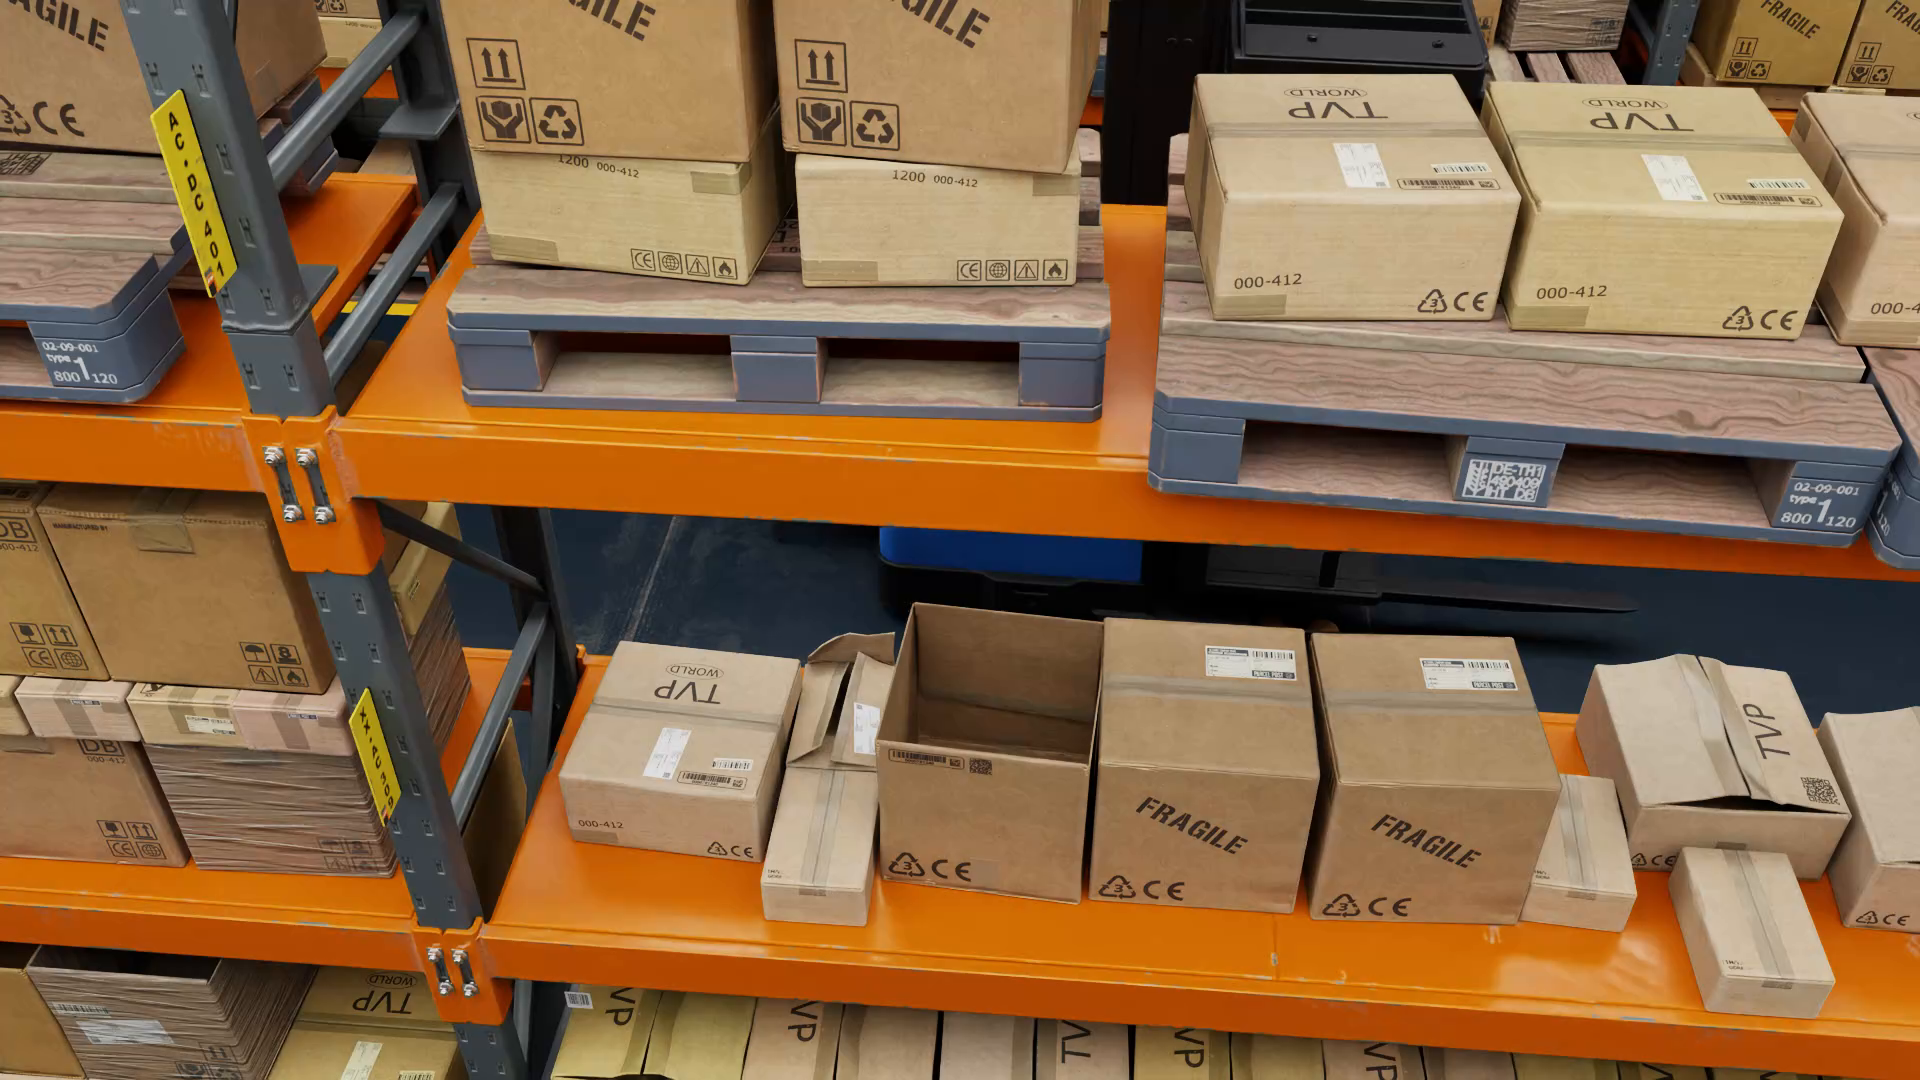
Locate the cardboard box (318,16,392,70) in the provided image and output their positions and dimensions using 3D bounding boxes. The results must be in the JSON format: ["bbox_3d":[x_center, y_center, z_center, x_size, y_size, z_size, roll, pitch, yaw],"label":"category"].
[{"bbox_3d":[-2.775,-2.493,8.039,0.500,0.250,0.500,3,39,4],"label":"cardboard box"}]

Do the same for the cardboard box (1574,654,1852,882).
[{"bbox_3d":[1.910,0.566,4.249,0.500,0.311,0.500,3,39,3],"label":"cardboard box"}]

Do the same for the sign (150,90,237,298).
[{"bbox_3d":[-1.247,-0.561,2.715,0.005,0.325,0.100,3,39,4],"label":"sign"}]

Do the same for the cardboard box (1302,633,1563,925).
[{"bbox_3d":[1.111,0.582,4.079,0.500,0.500,0.500,1,39,1],"label":"cardboard box"}]

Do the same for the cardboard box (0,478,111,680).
[{"bbox_3d":[-2.147,-0.104,3.895,0.500,0.500,0.700,3,39,4],"label":"cardboard box"}]

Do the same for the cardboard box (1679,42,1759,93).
[{"bbox_3d":[3.516,-2.160,7.711,0.250,0.149,0.380,3,39,3],"label":"cardboard box"}]

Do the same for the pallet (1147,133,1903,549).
[{"bbox_3d":[0.986,-0.428,3.173,1.213,0.211,1.003,5,39,6],"label":"pallet"}]

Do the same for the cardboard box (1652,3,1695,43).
[{"bbox_3d":[3.554,-2.467,8.088,0.250,0.149,0.380,4,39,5],"label":"cardboard box"}]

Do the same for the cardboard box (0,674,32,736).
[{"bbox_3d":[-2.259,0.273,3.946,0.250,0.149,0.380,3,39,4],"label":"cardboard box"}]

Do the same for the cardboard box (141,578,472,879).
[{"bbox_3d":[-1.644,0.425,4.272,0.500,0.500,0.700,2,39,3],"label":"cardboard box"}]

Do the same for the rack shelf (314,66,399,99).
[{"bbox_3d":[-2.770,-2.461,8.467,4.000,0.370,1.077,3,39,4],"label":"rack shelf"}]

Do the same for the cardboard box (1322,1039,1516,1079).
[{"bbox_3d":[1.220,1.461,4.480,0.500,0.311,0.500,3,39,4],"label":"cardboard box"}]

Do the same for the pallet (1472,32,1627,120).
[{"bbox_3d":[2.489,-2.311,7.865,1.003,0.211,1.213,3,39,4],"label":"pallet"}]

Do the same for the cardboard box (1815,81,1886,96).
[{"bbox_3d":[4.024,-2.073,7.604,0.250,0.149,0.380,4,39,5],"label":"cardboard box"}]

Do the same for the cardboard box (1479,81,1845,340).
[{"bbox_3d":[1.234,-0.611,3.034,0.500,0.250,0.500,2,39,3],"label":"cardboard box"}]

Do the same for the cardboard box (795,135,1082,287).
[{"bbox_3d":[-0.041,-0.716,3.163,0.500,0.250,0.500,0,39,-1],"label":"cardboard box"}]

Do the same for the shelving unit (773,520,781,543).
[{"bbox_3d":[-0.542,-0.511,6.927,0.503,1.200,0.258,4,39,5],"label":"shelving unit"}]

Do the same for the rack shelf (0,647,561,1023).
[{"bbox_3d":[-3.194,0.655,4.640,4.000,0.370,1.077,3,39,4],"label":"rack shelf"}]

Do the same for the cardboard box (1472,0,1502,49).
[{"bbox_3d":[2.180,-2.656,7.709,0.500,0.500,0.700,0,39,0],"label":"cardboard box"}]

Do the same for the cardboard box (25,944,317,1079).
[{"bbox_3d":[-2.179,1.175,4.682,0.500,0.500,0.500,3,39,4],"label":"cardboard box"}]

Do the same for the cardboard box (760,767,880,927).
[{"bbox_3d":[-0.336,0.759,4.141,0.250,0.149,0.380,3,39,4],"label":"cardboard box"}]

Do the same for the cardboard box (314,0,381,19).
[{"bbox_3d":[-2.792,-2.789,7.809,0.500,0.500,0.500,4,39,5],"label":"cardboard box"}]

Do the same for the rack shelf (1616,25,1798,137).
[{"bbox_3d":[5.200,-2.025,7.932,4.000,0.370,1.077,3,39,4],"label":"rack shelf"}]

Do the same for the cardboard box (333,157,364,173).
[{"bbox_3d":[-3.513,-1.852,8.930,0.500,0.311,0.500,6,40,8],"label":"cardboard box"}]

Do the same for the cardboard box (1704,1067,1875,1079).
[{"bbox_3d":[2.241,1.515,4.414,0.500,0.311,0.500,4,39,5],"label":"cardboard box"}]

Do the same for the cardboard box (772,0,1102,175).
[{"bbox_3d":[-0.021,-1.000,2.918,0.500,0.500,0.500,7,40,8],"label":"cardboard box"}]

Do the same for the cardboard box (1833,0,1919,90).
[{"bbox_3d":[4.191,-2.353,7.435,0.500,0.500,0.500,4,39,5],"label":"cardboard box"}]

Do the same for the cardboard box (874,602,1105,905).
[{"bbox_3d":[0.088,0.526,4.148,0.500,0.500,0.500,6,40,7],"label":"cardboard box"}]

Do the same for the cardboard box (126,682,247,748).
[{"bbox_3d":[-1.737,0.299,3.913,0.250,0.149,0.380,2,39,3],"label":"cardboard box"}]

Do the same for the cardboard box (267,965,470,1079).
[{"bbox_3d":[-1.682,1.500,4.876,0.500,0.250,0.500,3,39,4],"label":"cardboard box"}]

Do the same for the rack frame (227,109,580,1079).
[{"bbox_3d":[-1.201,0.484,4.279,0.127,3.000,1.000,3,39,4],"label":"rack frame"}]

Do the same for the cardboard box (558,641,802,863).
[{"bbox_3d":[-0.707,0.542,4.327,0.500,0.250,0.500,5,39,7],"label":"cardboard box"}]

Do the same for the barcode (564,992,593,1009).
[{"bbox_3d":[-0.983,1.187,4.287,0.075,0.075,0.001,3,39,4],"label":"barcode"}]

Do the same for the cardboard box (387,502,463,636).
[{"bbox_3d":[-1.452,0.058,4.210,0.250,0.149,0.380,3,39,4],"label":"cardboard box"}]

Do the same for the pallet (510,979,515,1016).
[{"bbox_3d":[-1.990,1.496,5.245,1.213,0.211,1.003,3,39,4],"label":"pallet"}]

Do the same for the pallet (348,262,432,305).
[{"bbox_3d":[-2.668,-1.629,9.084,1.213,0.211,1.003,3,39,4],"label":"pallet"}]

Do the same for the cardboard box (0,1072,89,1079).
[{"bbox_3d":[-2.679,1.449,4.939,0.500,0.250,0.500,3,39,4],"label":"cardboard box"}]

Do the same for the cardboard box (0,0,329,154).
[{"bbox_3d":[-1.680,-1.128,3.361,0.500,0.500,0.500,6,40,8],"label":"cardboard box"}]

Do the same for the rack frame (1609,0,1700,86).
[{"bbox_3d":[3.208,-2.413,7.839,0.127,3.000,1.000,3,39,4],"label":"rack frame"}]

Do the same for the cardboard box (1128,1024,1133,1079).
[{"bbox_3d":[0.712,1.649,4.693,0.500,0.250,0.500,4,39,5],"label":"cardboard box"}]

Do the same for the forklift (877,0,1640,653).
[{"bbox_3d":[1.219,-1.013,6.173,3.031,2.935,1.130,4,39,5],"label":"forklift"}]

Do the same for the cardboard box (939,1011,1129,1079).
[{"bbox_3d":[0.203,1.408,4.546,0.500,0.311,0.500,2,39,2],"label":"cardboard box"}]

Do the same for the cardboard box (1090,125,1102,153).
[{"bbox_3d":[0.915,-2.046,8.425,0.500,0.250,0.500,2,39,3],"label":"cardboard box"}]

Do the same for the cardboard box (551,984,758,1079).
[{"bbox_3d":[-0.811,1.350,4.617,0.500,0.311,0.500,3,39,4],"label":"cardboard box"}]
